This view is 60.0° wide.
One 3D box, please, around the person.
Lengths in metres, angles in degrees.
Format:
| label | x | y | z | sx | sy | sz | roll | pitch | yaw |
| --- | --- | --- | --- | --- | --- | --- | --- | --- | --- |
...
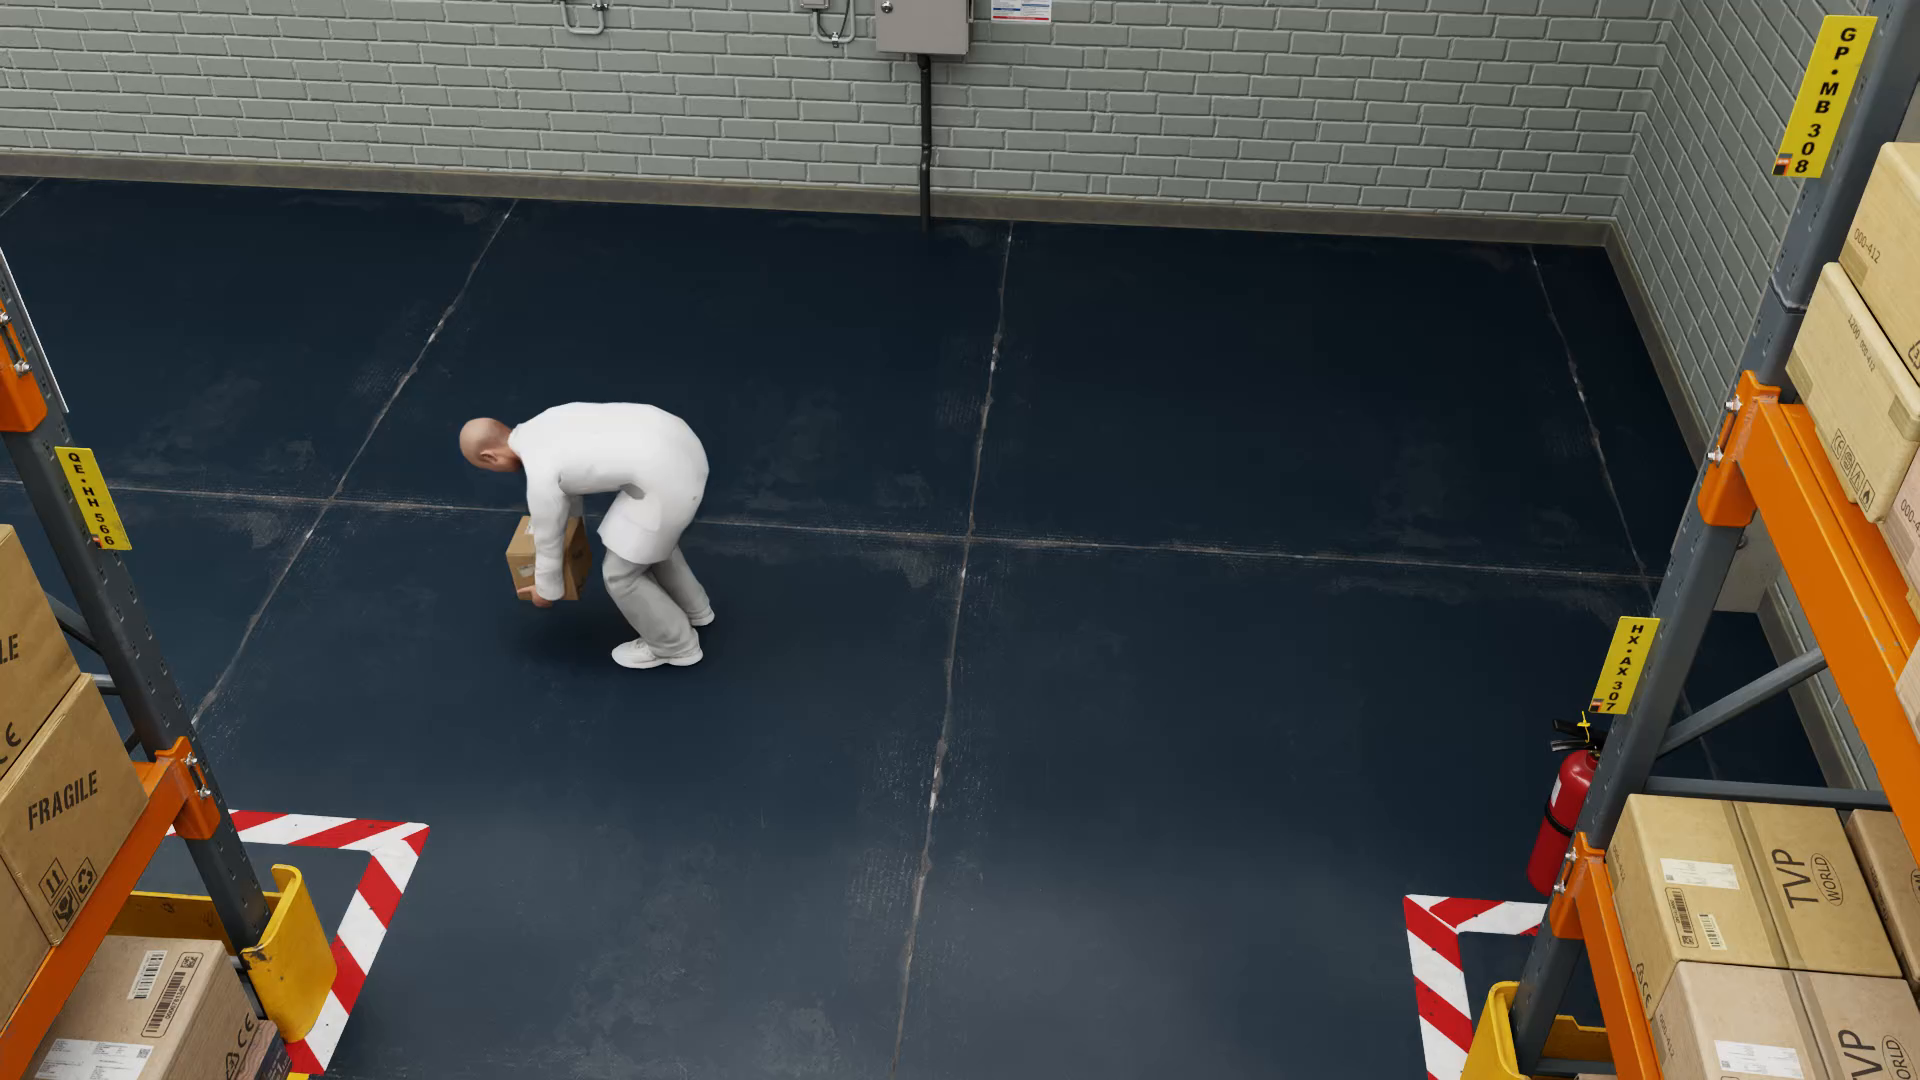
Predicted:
| label | x | y | z | sx | sy | sz | roll | pitch | yaw |
| --- | --- | --- | --- | --- | --- | --- | --- | --- | --- |
| person | -1.462 | -0.031 | 6.706 | 0.948 | 1.140 | 0.568 | 2 | 40 | 2 |
